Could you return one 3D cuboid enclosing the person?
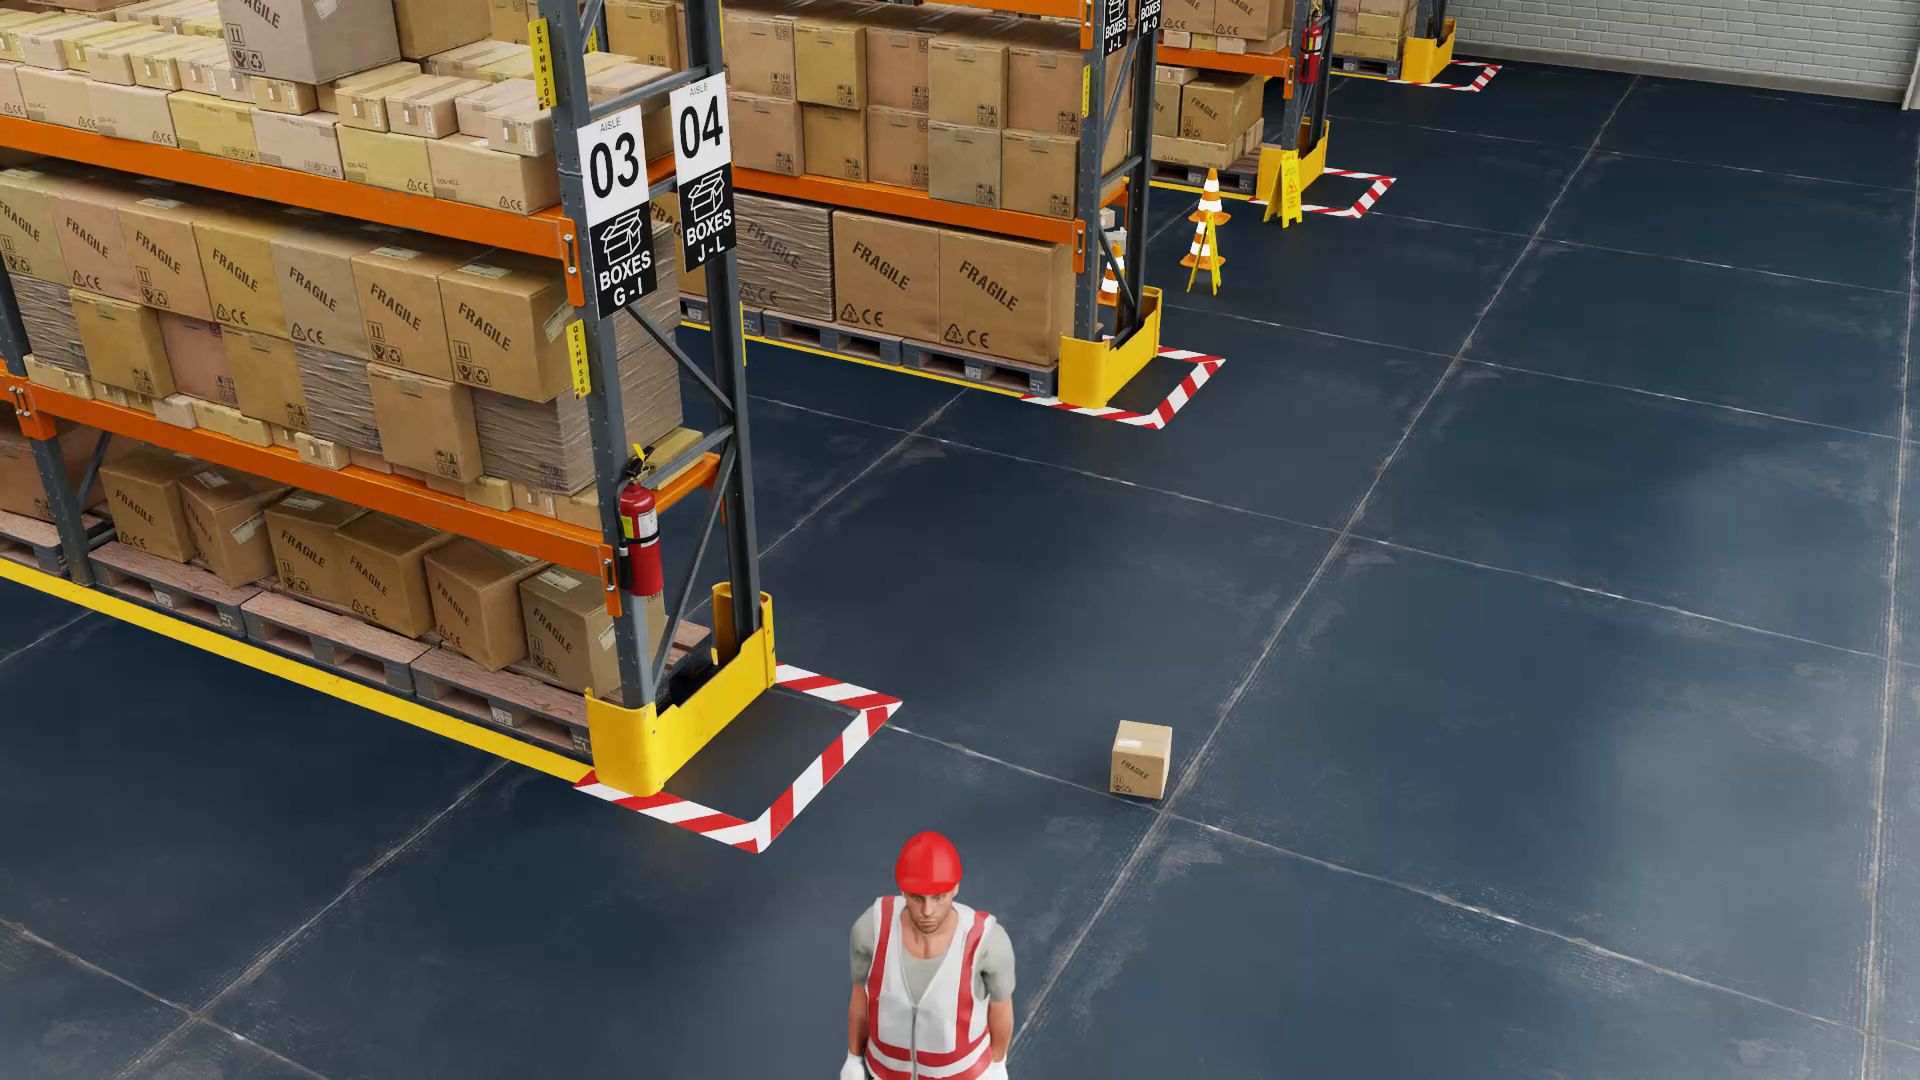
[{"bbox_3d":[-0.105,1.663,5.336,0.539,1.766,0.757,8,31,13],"label":"person"}]
